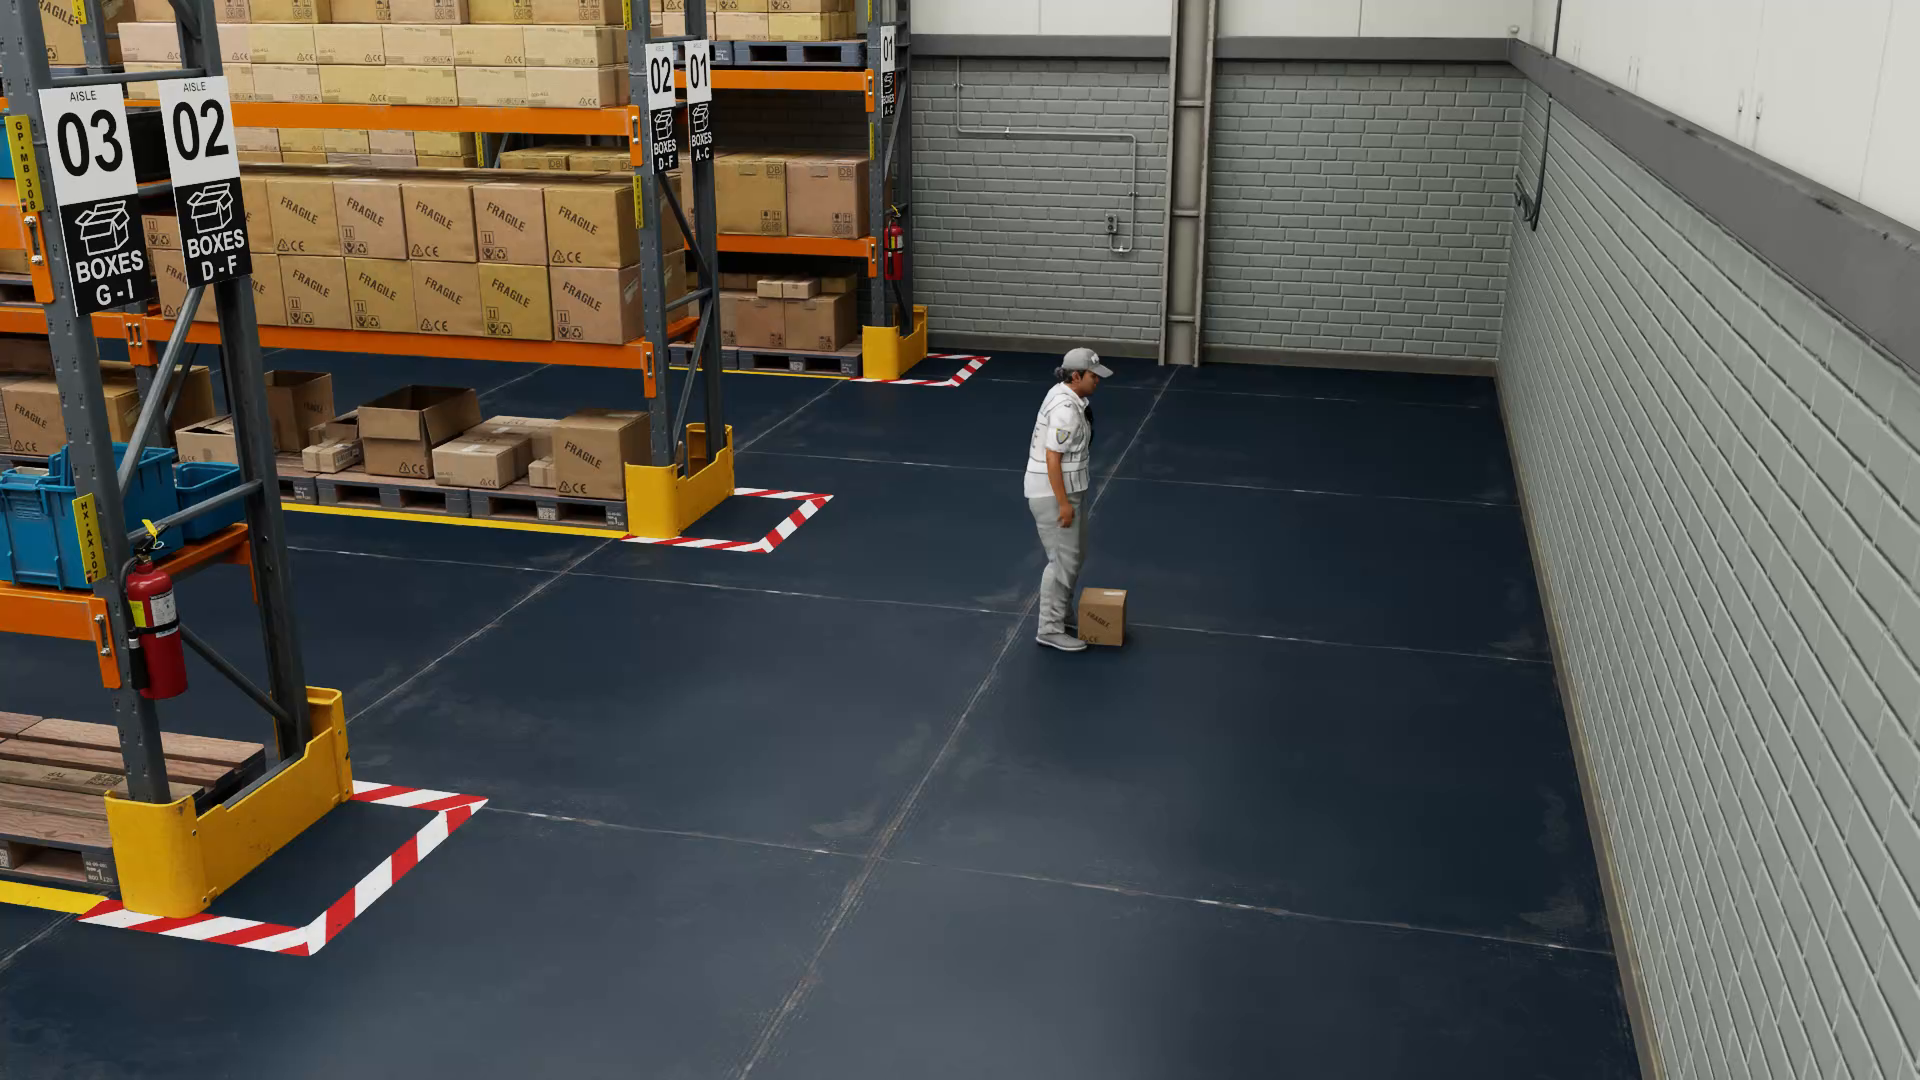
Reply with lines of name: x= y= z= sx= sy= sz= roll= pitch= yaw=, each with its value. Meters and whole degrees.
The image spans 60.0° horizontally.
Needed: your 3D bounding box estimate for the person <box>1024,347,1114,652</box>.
person: x=0.600 y=-0.250 z=9.301 sx=0.470 sy=1.665 sz=0.560 roll=3 pitch=19 yaw=10
